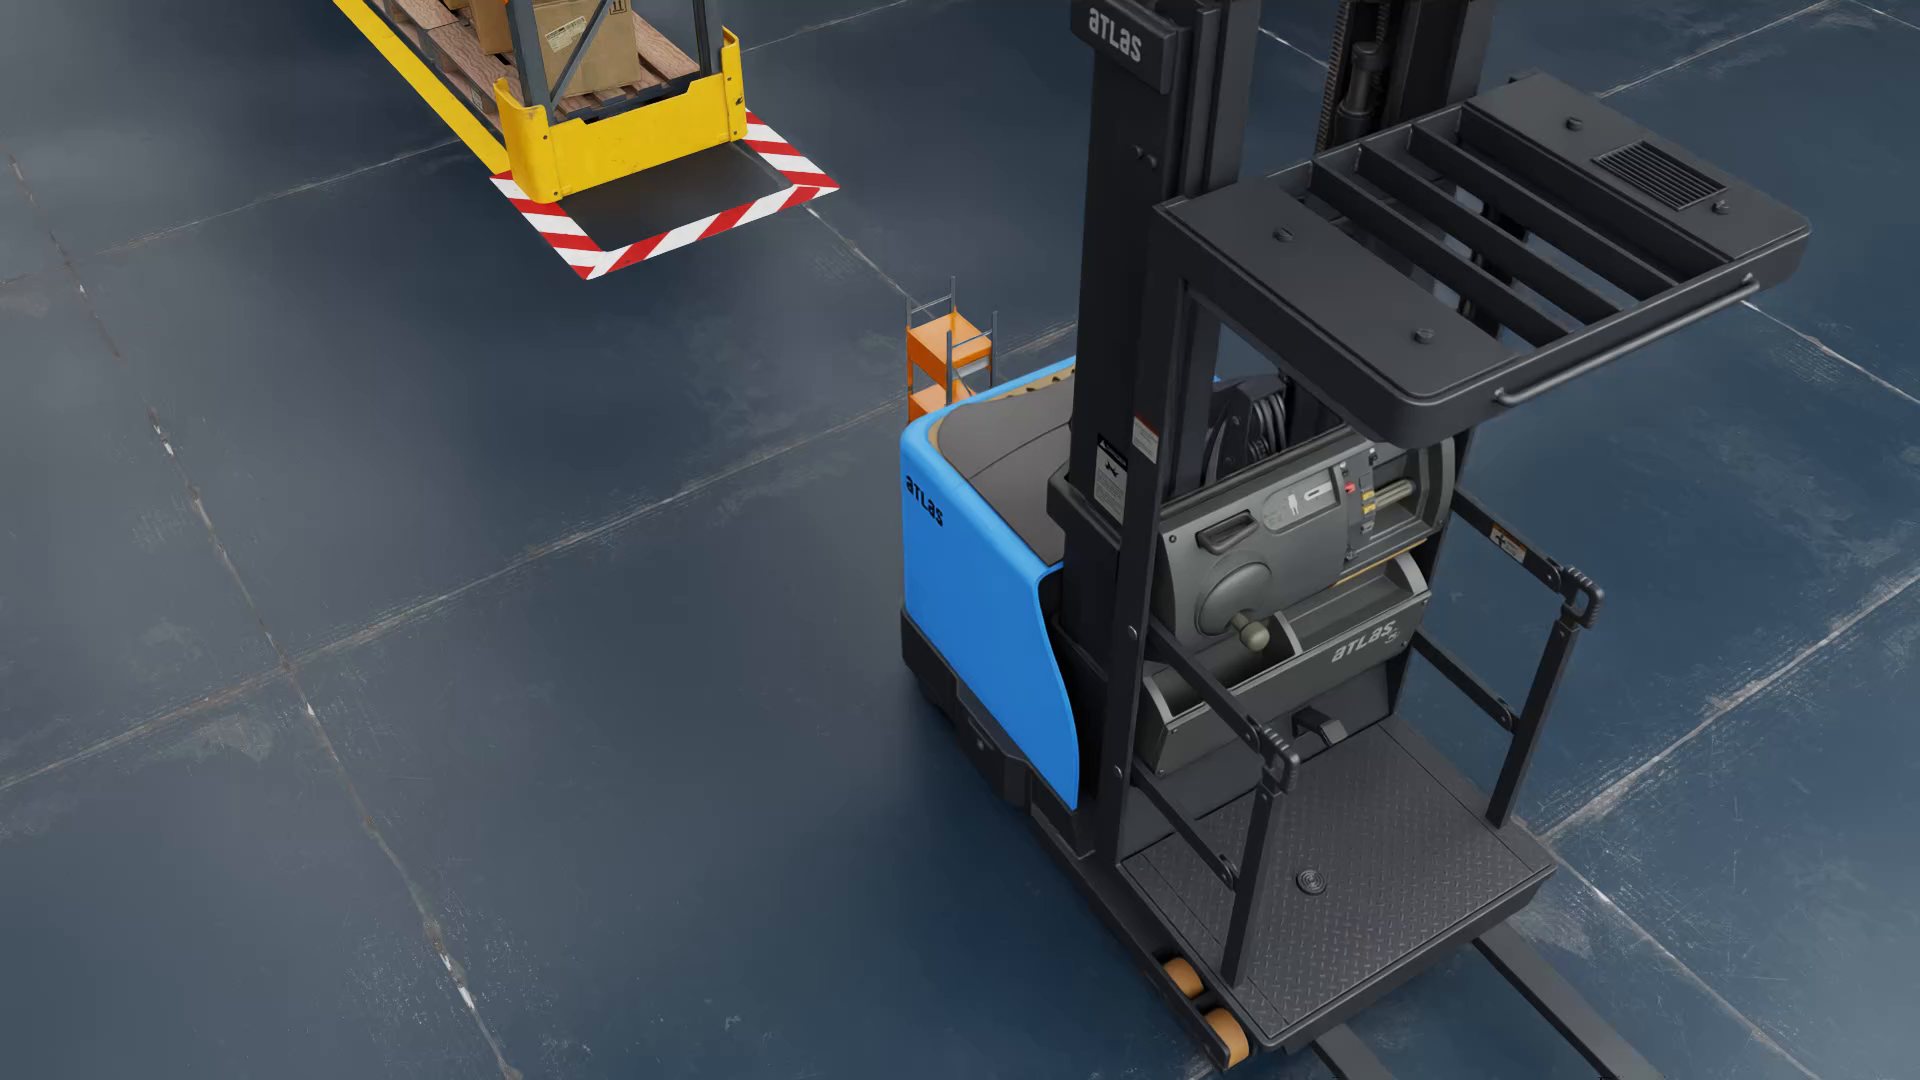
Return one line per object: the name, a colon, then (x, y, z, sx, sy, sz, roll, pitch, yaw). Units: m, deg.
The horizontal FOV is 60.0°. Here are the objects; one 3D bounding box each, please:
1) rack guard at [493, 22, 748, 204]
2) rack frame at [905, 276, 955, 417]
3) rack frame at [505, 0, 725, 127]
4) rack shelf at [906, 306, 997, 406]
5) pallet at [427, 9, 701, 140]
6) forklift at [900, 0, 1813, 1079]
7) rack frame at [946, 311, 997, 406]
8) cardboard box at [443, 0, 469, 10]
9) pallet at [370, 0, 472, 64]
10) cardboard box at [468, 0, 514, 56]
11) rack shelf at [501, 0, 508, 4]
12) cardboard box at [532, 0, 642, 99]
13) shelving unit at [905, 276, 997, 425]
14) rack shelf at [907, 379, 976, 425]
rack guard: (-1.625, -2.094, 8.081, 1.175, 0.500, 0.348, -26, 49, -24)
rack frame: (-0.100, -0.479, 5.992, 0.200, 1.050, 0.008, -26, 49, -24)
rack frame: (-1.582, -2.955, 7.173, 1.000, 3.000, 0.127, -26, 49, -24)
rack shelf: (-0.031, -0.608, 5.731, 0.215, 0.259, 0.240, -26, 49, -24)
pallet: (-2.061, -2.464, 8.678, 1.003, 0.211, 1.213, -26, 49, -24)
forklift: (1.009, 0.049, 4.076, 1.130, 2.935, 3.031, -23, 48, -23)
rack frame: (0.039, -0.341, 5.847, 0.200, 1.050, 0.008, -26, 49, -24)
cardboard box: (-2.638, -3.250, 8.988, 0.500, 0.500, 0.500, -21, 48, -21)
pallet: (-2.755, -3.154, 9.401, 1.003, 0.211, 1.213, -26, 49, -24)
cardboard box: (-2.295, -2.888, 8.609, 0.500, 0.500, 0.500, -14, 45, -14)
rack shelf: (-2.726, -3.828, 8.608, 1.077, 0.370, 4.000, -26, 49, -24)
cardboard box: (-1.925, -2.563, 8.269, 0.500, 0.500, 0.500, -17, 46, -17)
shelving unit: (-0.031, -0.410, 5.919, 0.215, 1.050, 0.252, -26, 49, -24)
rack shelf: (-0.031, -0.402, 5.927, 0.215, 0.259, 0.240, -26, 49, -24)
